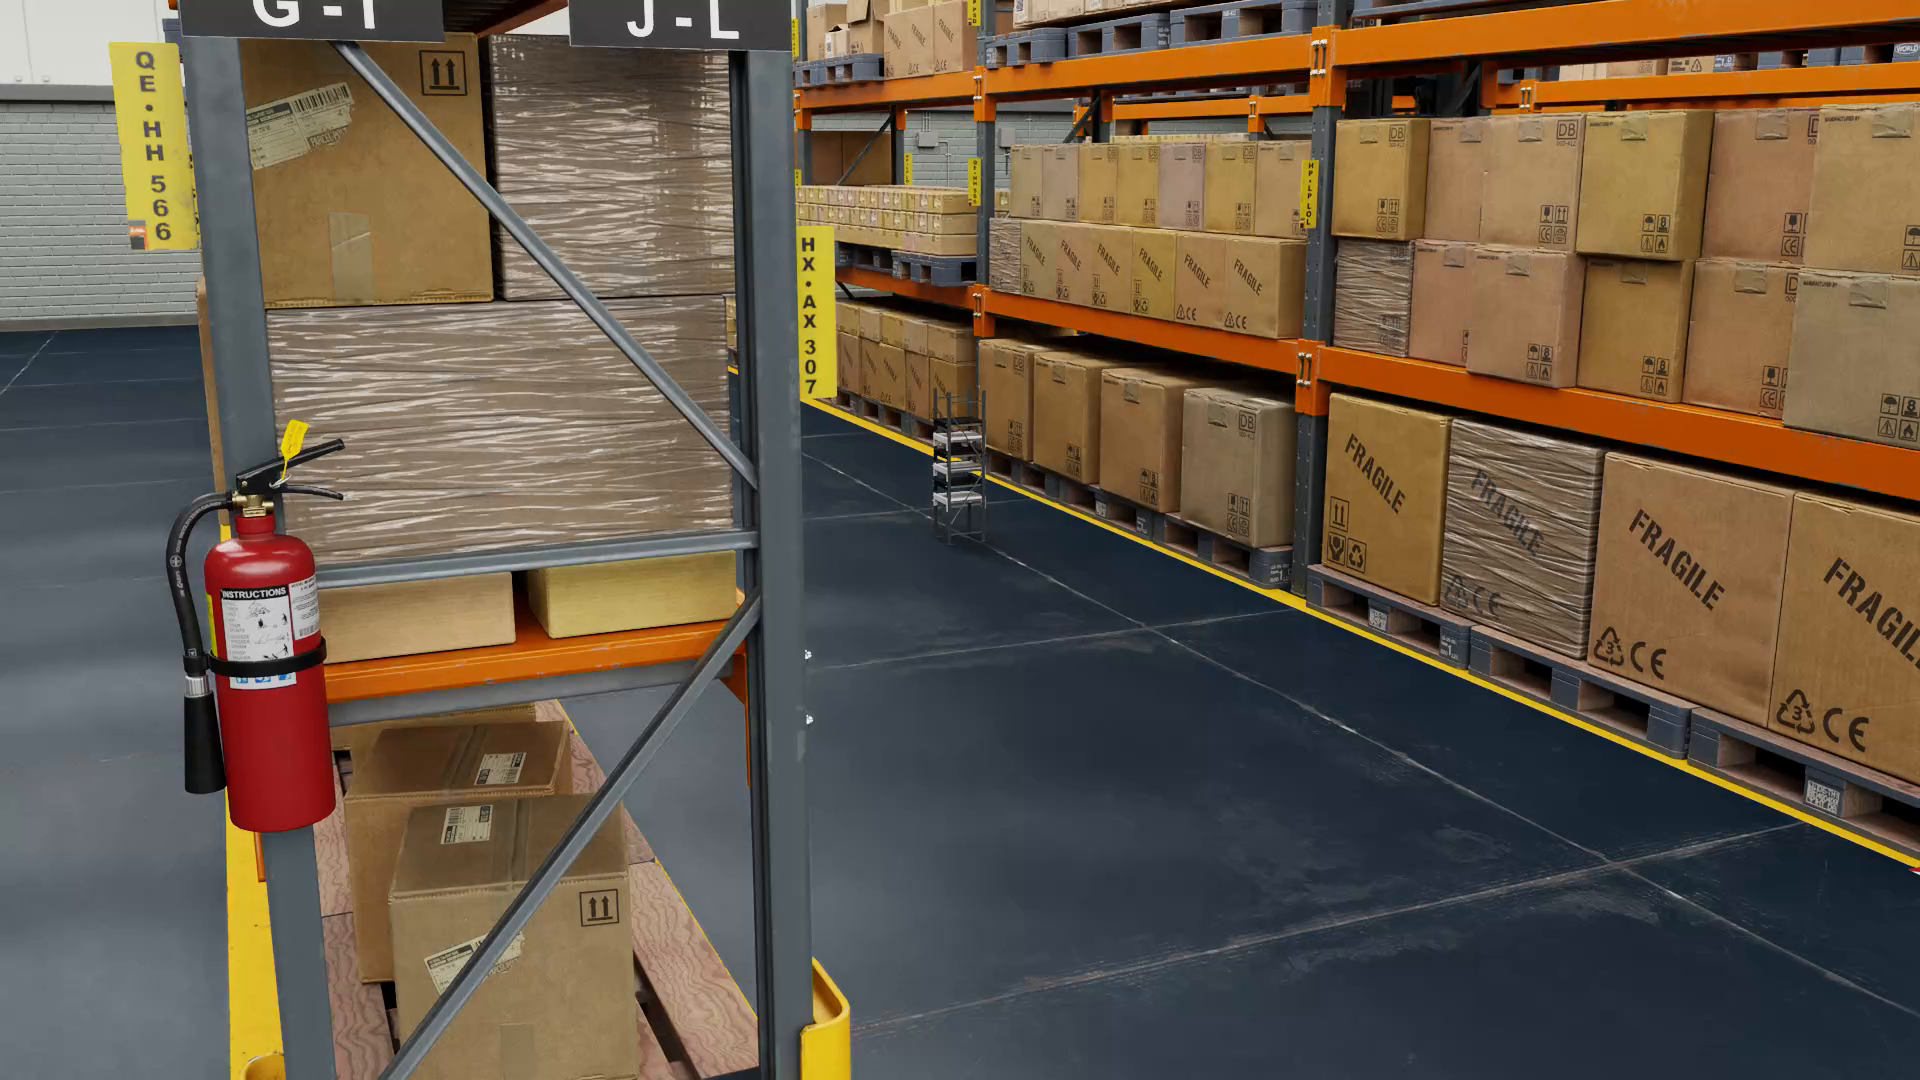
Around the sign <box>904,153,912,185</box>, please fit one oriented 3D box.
[{"bbox_3d":[-0.496,-3.481,15.692,0.100,0.325,0.005,-6,14,-23],"label":"sign"}]

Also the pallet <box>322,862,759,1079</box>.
[{"bbox_3d":[-1.105,1.212,4.167,1.003,0.211,1.213,-6,14,-23],"label":"pallet"}]

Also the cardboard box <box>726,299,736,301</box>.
[{"bbox_3d":[-2.487,-2.613,18.581,0.380,0.149,0.250,-5,14,-22],"label":"cardboard box"}]

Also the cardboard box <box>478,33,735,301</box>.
[{"bbox_3d":[-0.752,-0.779,3.485,0.500,0.500,0.500,-6,14,-23],"label":"cardboard box"}]

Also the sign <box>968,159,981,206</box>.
[{"bbox_3d":[0.105,-2.515,11.690,0.100,0.325,0.005,-6,14,-23],"label":"sign"}]

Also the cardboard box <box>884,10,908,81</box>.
[{"bbox_3d":[-0.272,-3.851,12.983,0.500,0.500,0.500,-6,14,-23],"label":"cardboard box"}]

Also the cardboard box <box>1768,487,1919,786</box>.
[{"bbox_3d":[3.471,0.309,5.663,0.875,0.875,0.875,-6,14,-23],"label":"cardboard box"}]

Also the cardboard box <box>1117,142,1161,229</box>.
[{"bbox_3d":[1.386,-2.167,10.139,0.700,0.500,0.500,-6,14,-24],"label":"cardboard box"}]

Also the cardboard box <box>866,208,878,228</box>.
[{"bbox_3d":[-0.535,-2.594,13.394,0.380,0.149,0.250,-5,14,-22],"label":"cardboard box"}]

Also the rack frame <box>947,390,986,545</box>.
[{"bbox_3d":[0.037,-0.419,9.685,0.240,0.900,0.006,-6,14,-23],"label":"rack frame"}]

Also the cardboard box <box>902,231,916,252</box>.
[{"bbox_3d":[-0.221,-2.287,12.726,0.380,0.149,0.250,-5,14,-22],"label":"cardboard box"}]

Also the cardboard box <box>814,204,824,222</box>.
[{"bbox_3d":[-1.058,-2.864,14.558,0.380,0.149,0.250,-5,14,-22],"label":"cardboard box"}]

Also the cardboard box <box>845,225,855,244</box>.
[{"bbox_3d":[-0.739,-2.557,13.889,0.380,0.149,0.250,-6,14,-24],"label":"cardboard box"}]

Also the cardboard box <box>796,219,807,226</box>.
[{"bbox_3d":[-1.267,-2.826,15.053,0.380,0.149,0.250,-6,14,-26],"label":"cardboard box"}]

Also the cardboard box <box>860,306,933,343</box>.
[{"bbox_3d":[-0.534,-1.827,14.059,0.500,0.250,0.500,-5,14,-21],"label":"cardboard box"}]

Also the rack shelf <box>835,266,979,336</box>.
[{"bbox_3d":[-0.202,-2.103,13.899,1.077,0.370,4.000,-6,14,-23],"label":"rack shelf"}]

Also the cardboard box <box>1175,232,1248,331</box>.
[{"bbox_3d":[1.545,-1.450,9.263,0.500,0.500,0.500,-6,14,-24],"label":"cardboard box"}]

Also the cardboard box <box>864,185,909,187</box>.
[{"bbox_3d":[-0.664,-3.173,15.235,0.380,0.149,0.250,-5,14,-20],"label":"cardboard box"}]

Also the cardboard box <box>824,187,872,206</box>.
[{"bbox_3d":[-0.952,-2.954,14.286,0.380,0.149,0.250,-6,14,-24],"label":"cardboard box"}]

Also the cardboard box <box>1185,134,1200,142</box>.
[{"bbox_3d":[2.728,-4.437,18.511,0.380,0.149,0.250,-6,14,-23],"label":"cardboard box"}]

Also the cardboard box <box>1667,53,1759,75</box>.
[{"bbox_3d":[5.731,-3.707,12.354,0.797,0.503,0.637,-6,14,-23],"label":"cardboard box"}]

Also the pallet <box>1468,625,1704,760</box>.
[{"bbox_3d":[2.927,0.561,6.976,1.003,0.211,1.213,-6,14,-23],"label":"pallet"}]

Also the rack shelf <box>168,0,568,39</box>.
[{"bbox_3d":[-1.583,-1.484,4.574,1.077,0.370,4.000,-6,14,-23],"label":"rack shelf"}]

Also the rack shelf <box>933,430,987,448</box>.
[{"bbox_3d":[-0.003,-0.583,9.743,0.258,0.077,0.200,-6,14,-23],"label":"rack shelf"}]

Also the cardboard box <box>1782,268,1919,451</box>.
[{"bbox_3d":[3.373,-0.645,5.670,0.875,0.550,0.550,-6,14,-23],"label":"cardboard box"}]

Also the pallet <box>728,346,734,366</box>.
[{"bbox_3d":[-2.282,-2.148,18.681,1.003,0.211,1.213,-6,14,-23],"label":"pallet"}]

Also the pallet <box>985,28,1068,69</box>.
[{"bbox_3d":[0.905,-3.281,11.161,1.213,0.211,1.003,-5,14,-20],"label":"pallet"}]

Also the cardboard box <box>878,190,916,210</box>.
[{"bbox_3d":[-0.423,-2.683,13.118,0.380,0.149,0.250,-6,14,-23],"label":"cardboard box"}]

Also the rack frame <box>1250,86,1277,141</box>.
[{"bbox_3d":[3.492,-3.335,17.625,1.000,3.000,0.127,-6,14,-23],"label":"rack frame"}]

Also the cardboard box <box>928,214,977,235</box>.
[{"bbox_3d":[-0.016,-2.328,12.243,0.380,0.149,0.250,-5,14,-22],"label":"cardboard box"}]

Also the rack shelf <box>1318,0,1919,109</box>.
[{"bbox_3d":[3.002,-1.911,6.419,1.077,0.370,4.000,-6,14,-23],"label":"rack shelf"}]

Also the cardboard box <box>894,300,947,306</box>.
[{"bbox_3d":[-0.280,-1.980,14.723,0.500,0.250,0.500,-5,14,-20],"label":"cardboard box"}]

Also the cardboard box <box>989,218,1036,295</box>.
[{"bbox_3d":[0.531,-1.972,11.515,0.500,0.500,0.500,-5,14,-22],"label":"cardboard box"}]

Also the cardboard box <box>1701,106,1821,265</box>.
[{"bbox_3d":[3.286,-1.300,6.106,0.875,0.550,0.550,-6,14,-23],"label":"cardboard box"}]

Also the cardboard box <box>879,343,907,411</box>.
[{"bbox_3d":[-0.336,-1.355,13.683,0.500,0.500,0.500,-6,14,-25],"label":"cardboard box"}]

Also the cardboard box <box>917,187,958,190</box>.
[{"bbox_3d":[-0.143,-2.904,14.071,0.380,0.149,0.250,-6,14,-25],"label":"cardboard box"}]

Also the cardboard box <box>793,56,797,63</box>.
[{"bbox_3d":[-1.421,-4.571,15.538,0.500,0.250,0.500,-6,14,-26],"label":"cardboard box"}]

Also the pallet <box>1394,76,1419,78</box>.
[{"bbox_3d":[4.337,-4.236,15.289,1.003,0.211,1.213,-5,14,-20],"label":"pallet"}]

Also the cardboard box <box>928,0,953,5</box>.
[{"bbox_3d":[-0.020,-4.088,12.308,0.396,0.266,0.258,-6,14,-23],"label":"cardboard box"}]

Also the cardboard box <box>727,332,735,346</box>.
[{"bbox_3d":[-2.402,-2.211,18.163,0.380,0.149,0.250,-5,14,-22],"label":"cardboard box"}]

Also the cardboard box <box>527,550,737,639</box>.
[{"bbox_3d":[-0.677,0.082,3.421,0.380,0.149,0.250,-6,14,-23],"label":"cardboard box"}]

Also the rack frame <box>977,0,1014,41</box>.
[{"bbox_3d":[0.599,-4.963,11.356,1.000,3.000,0.127,-6,14,-23],"label":"rack frame"}]

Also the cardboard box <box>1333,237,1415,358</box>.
[{"bbox_3d":[2.360,-1.212,8.120,0.875,0.550,0.550,-6,14,-23],"label":"cardboard box"}]

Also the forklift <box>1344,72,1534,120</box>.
[{"bbox_3d":[3.510,-1.997,11.999,1.130,2.935,3.031,-7,15,-29],"label":"forklift"}]

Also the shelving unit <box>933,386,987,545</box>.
[{"bbox_3d":[-0.003,-0.440,9.776,0.258,0.900,0.210,-6,14,-23],"label":"shelving unit"}]

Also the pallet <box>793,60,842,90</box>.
[{"bbox_3d":[-0.854,-4.099,14.693,1.213,0.211,1.003,-6,14,-23],"label":"pallet"}]

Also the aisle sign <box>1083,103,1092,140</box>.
[{"bbox_3d":[1.595,-5.416,20.854,0.394,0.787,0.004,-6,14,-23],"label":"aisle sign"}]

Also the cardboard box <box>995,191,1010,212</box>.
[{"bbox_3d":[0.481,-2.580,12.673,0.380,0.149,0.250,-6,14,-24],"label":"cardboard box"}]

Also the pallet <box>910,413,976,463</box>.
[{"bbox_3d":[0.287,-0.843,13.045,1.003,0.211,1.213,-6,14,-23],"label":"pallet"}]

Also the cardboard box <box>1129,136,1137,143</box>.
[{"bbox_3d":[2.223,-4.700,19.649,0.380,0.149,0.250,-5,14,-22],"label":"cardboard box"}]

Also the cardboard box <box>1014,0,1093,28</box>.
[{"bbox_3d":[0.687,-3.542,10.913,0.500,0.311,0.500,-6,14,-23],"label":"cardboard box"}]
